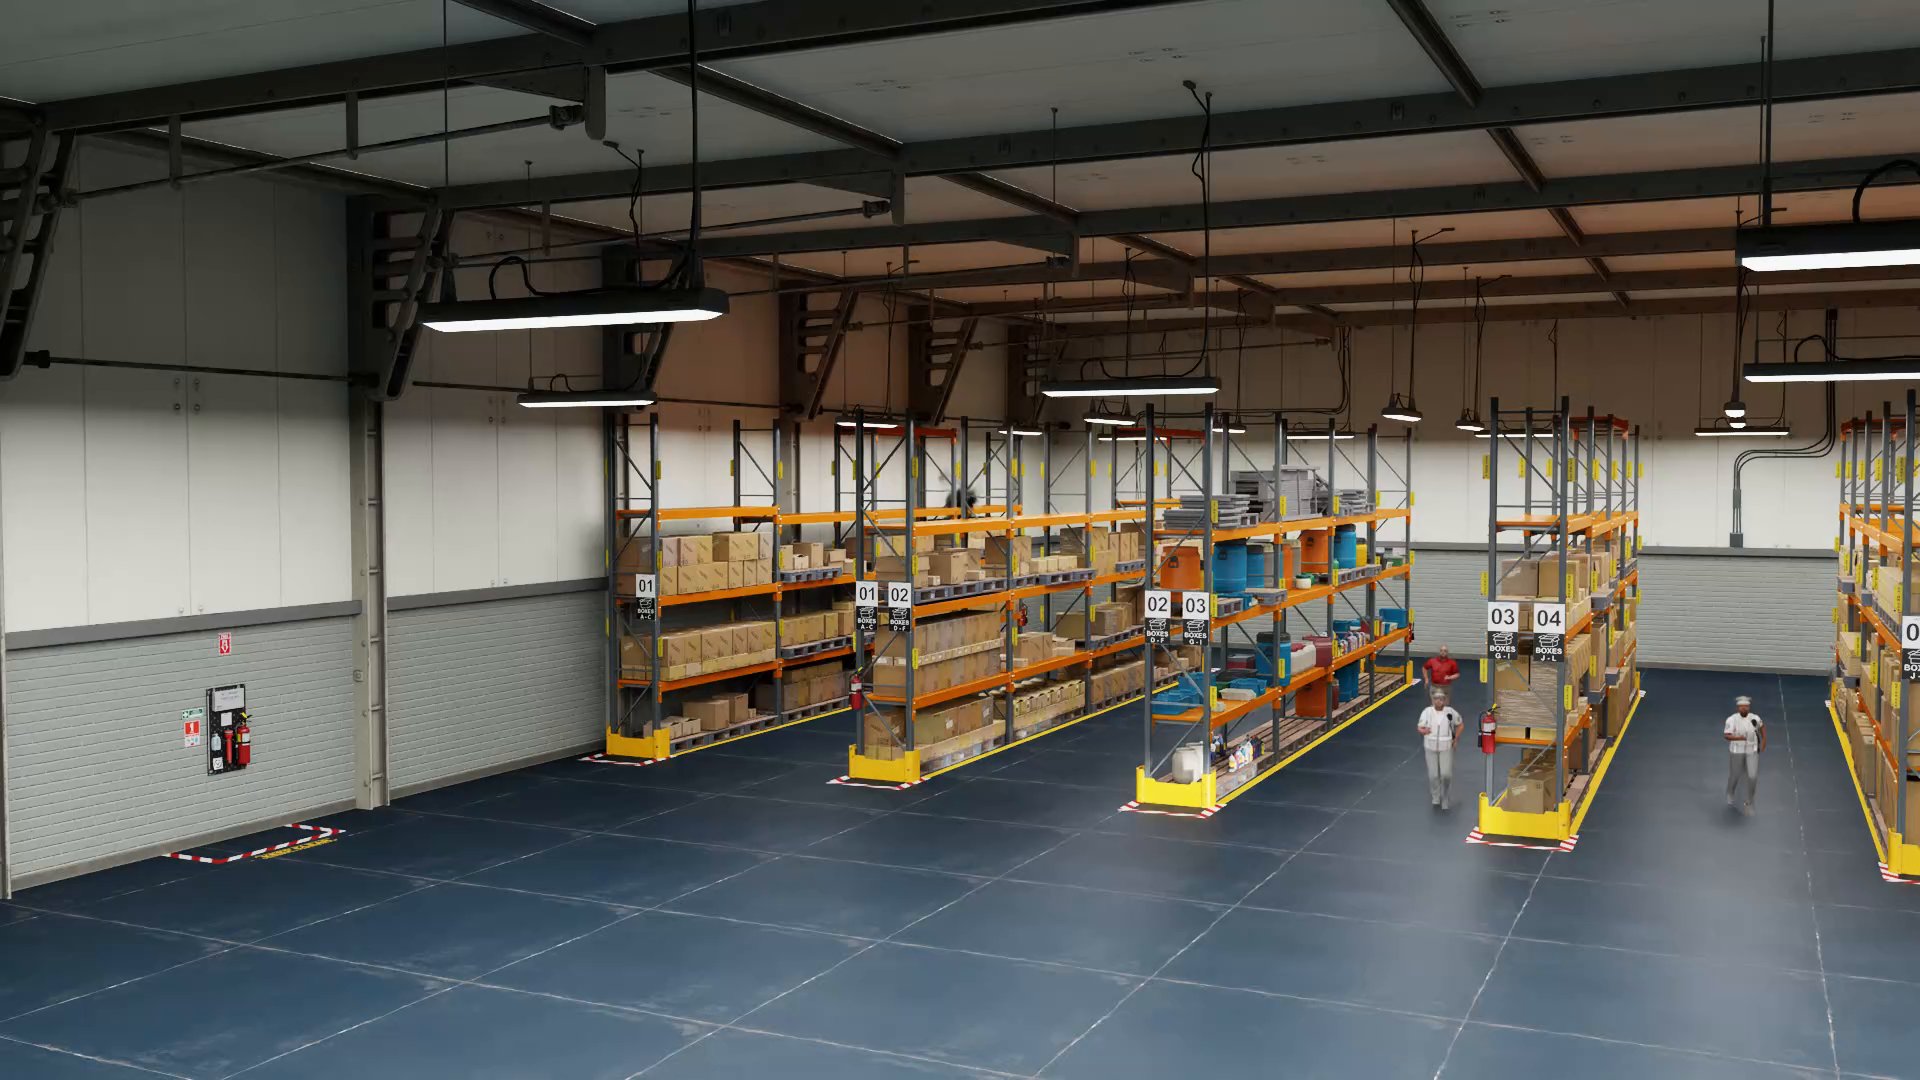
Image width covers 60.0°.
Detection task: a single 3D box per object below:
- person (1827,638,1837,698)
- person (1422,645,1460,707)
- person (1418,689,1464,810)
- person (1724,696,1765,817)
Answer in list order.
[{"bbox_3d":[19.400,2.622,36.355,0.768,1.817,0.694,1,3,18],"label":"person"},{"bbox_3d":[9.034,2.835,31.196,0.652,1.718,0.648,0,2,10],"label":"person"},{"bbox_3d":[7.076,3.097,24.542,0.643,1.810,0.676,1,3,21],"label":"person"},{"bbox_3d":[11.474,3.136,24.330,0.583,1.743,0.888,1,3,18],"label":"person"}]
